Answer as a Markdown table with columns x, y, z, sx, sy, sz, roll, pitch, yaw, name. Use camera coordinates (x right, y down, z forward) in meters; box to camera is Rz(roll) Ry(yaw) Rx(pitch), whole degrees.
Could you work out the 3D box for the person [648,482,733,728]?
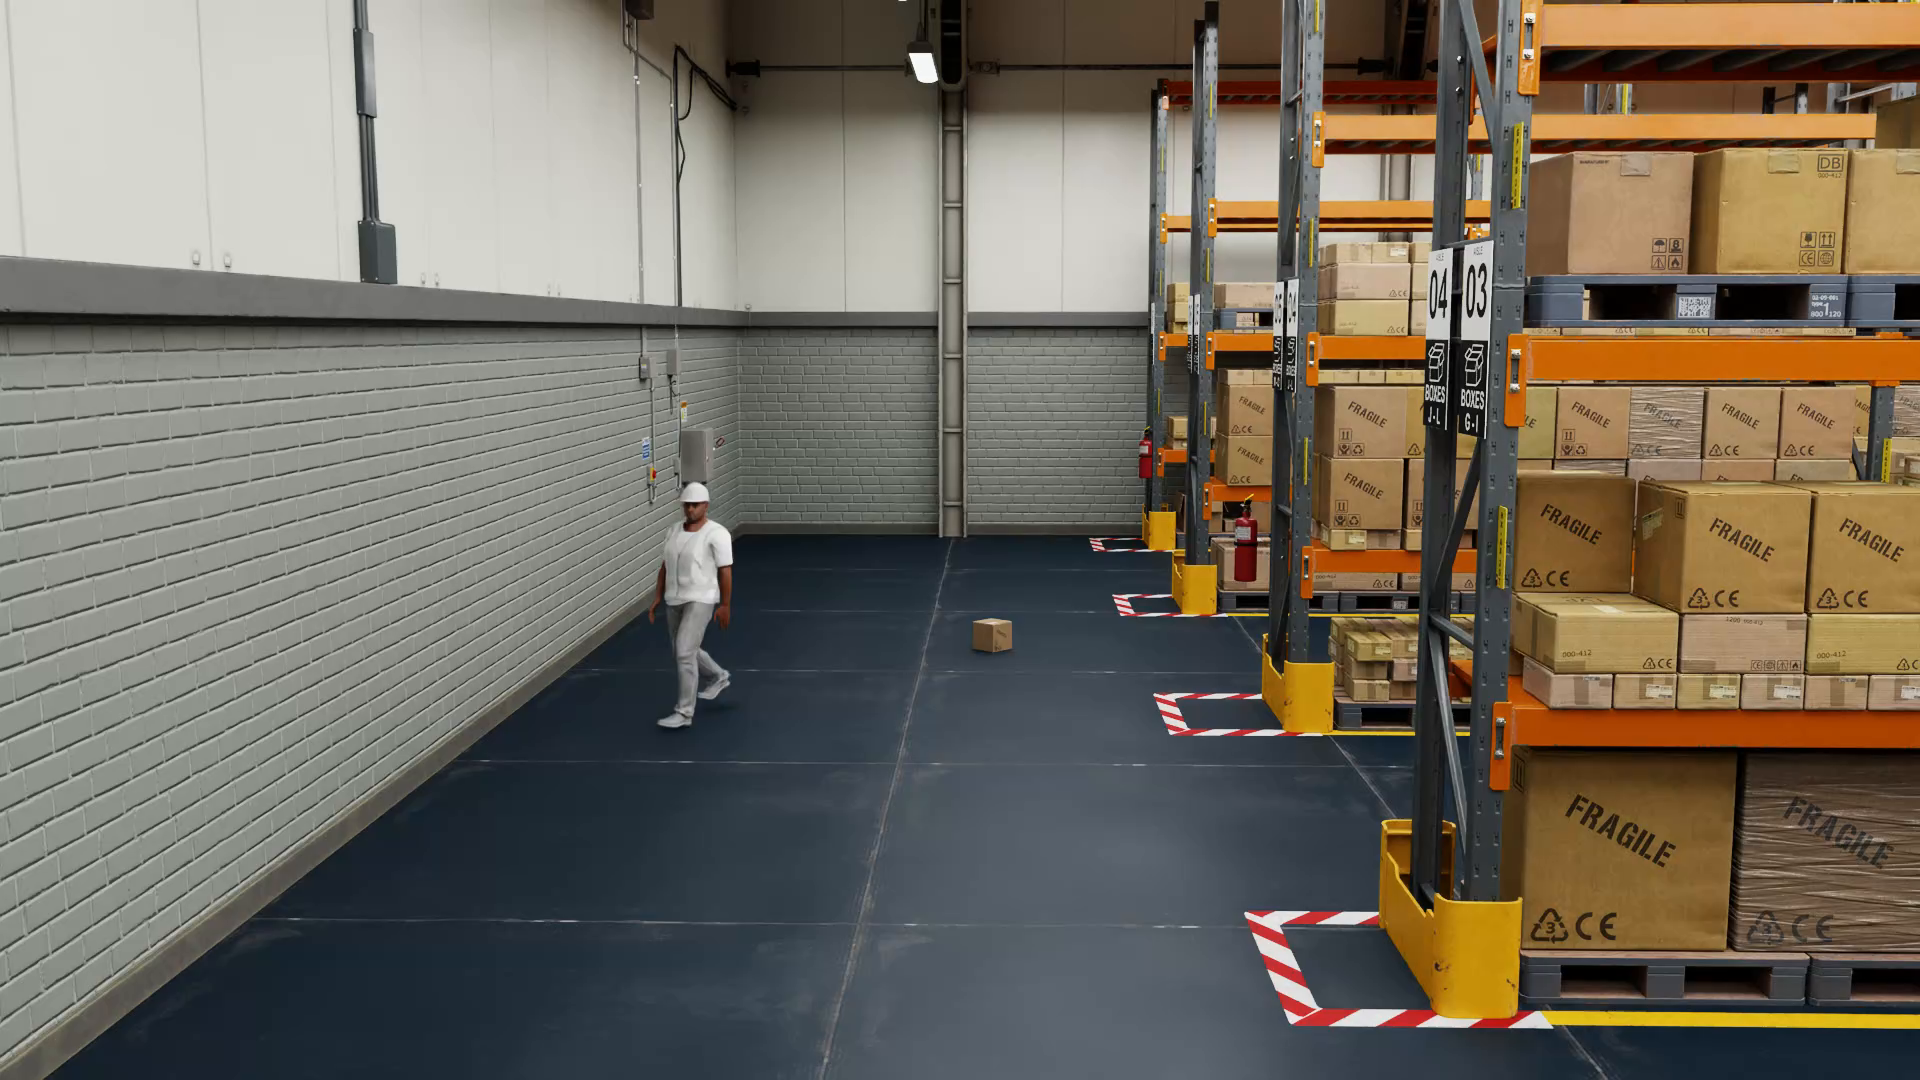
| x | y | z | sx | sy | sz | roll | pitch | yaw | name |
| --- | --- | --- | --- | --- | --- | --- | --- | --- | --- |
| -1.961 | 0.449 | 12.118 | 0.581 | 1.738 | 0.926 | 5 | 9 | 34 | person |
